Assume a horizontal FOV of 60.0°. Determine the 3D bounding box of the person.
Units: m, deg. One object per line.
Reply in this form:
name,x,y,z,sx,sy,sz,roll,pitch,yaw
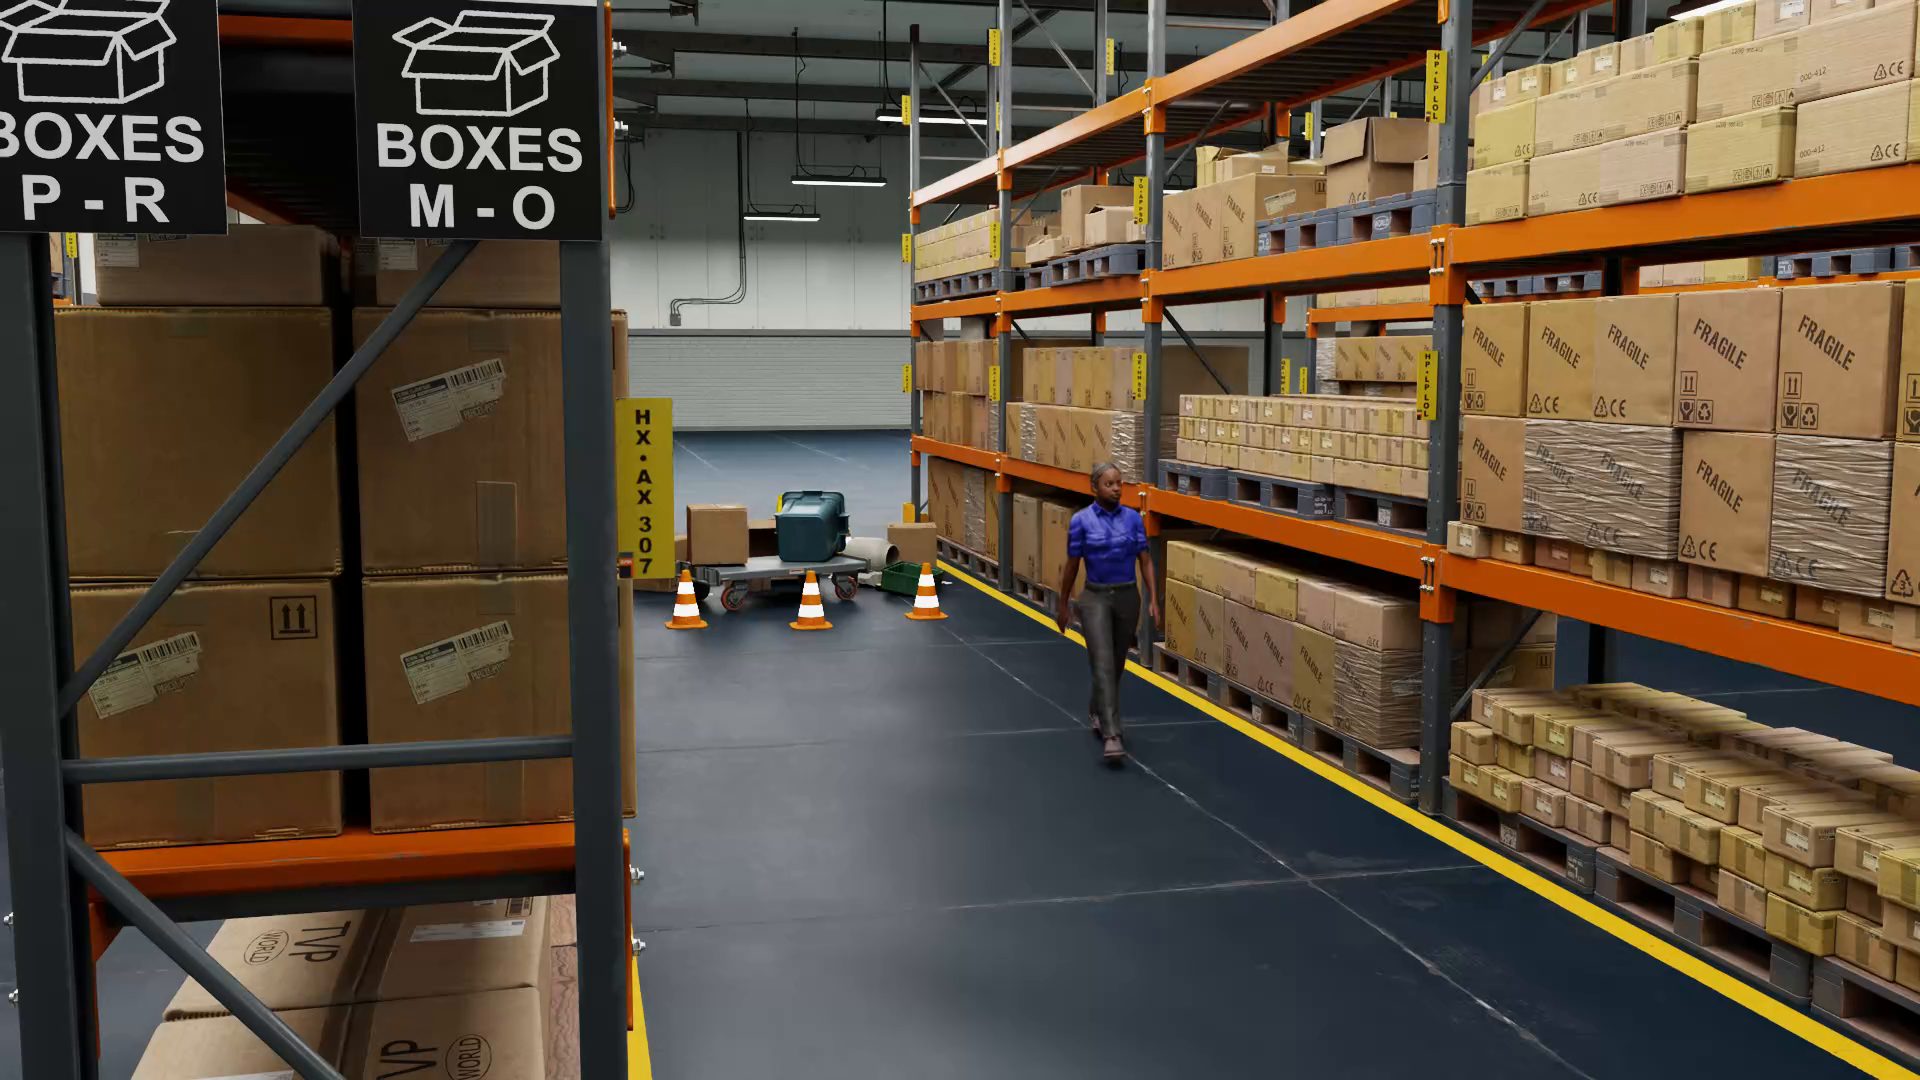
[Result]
person,0.849,0.361,9.350,0.500,1.598,0.996,-2,6,-15
